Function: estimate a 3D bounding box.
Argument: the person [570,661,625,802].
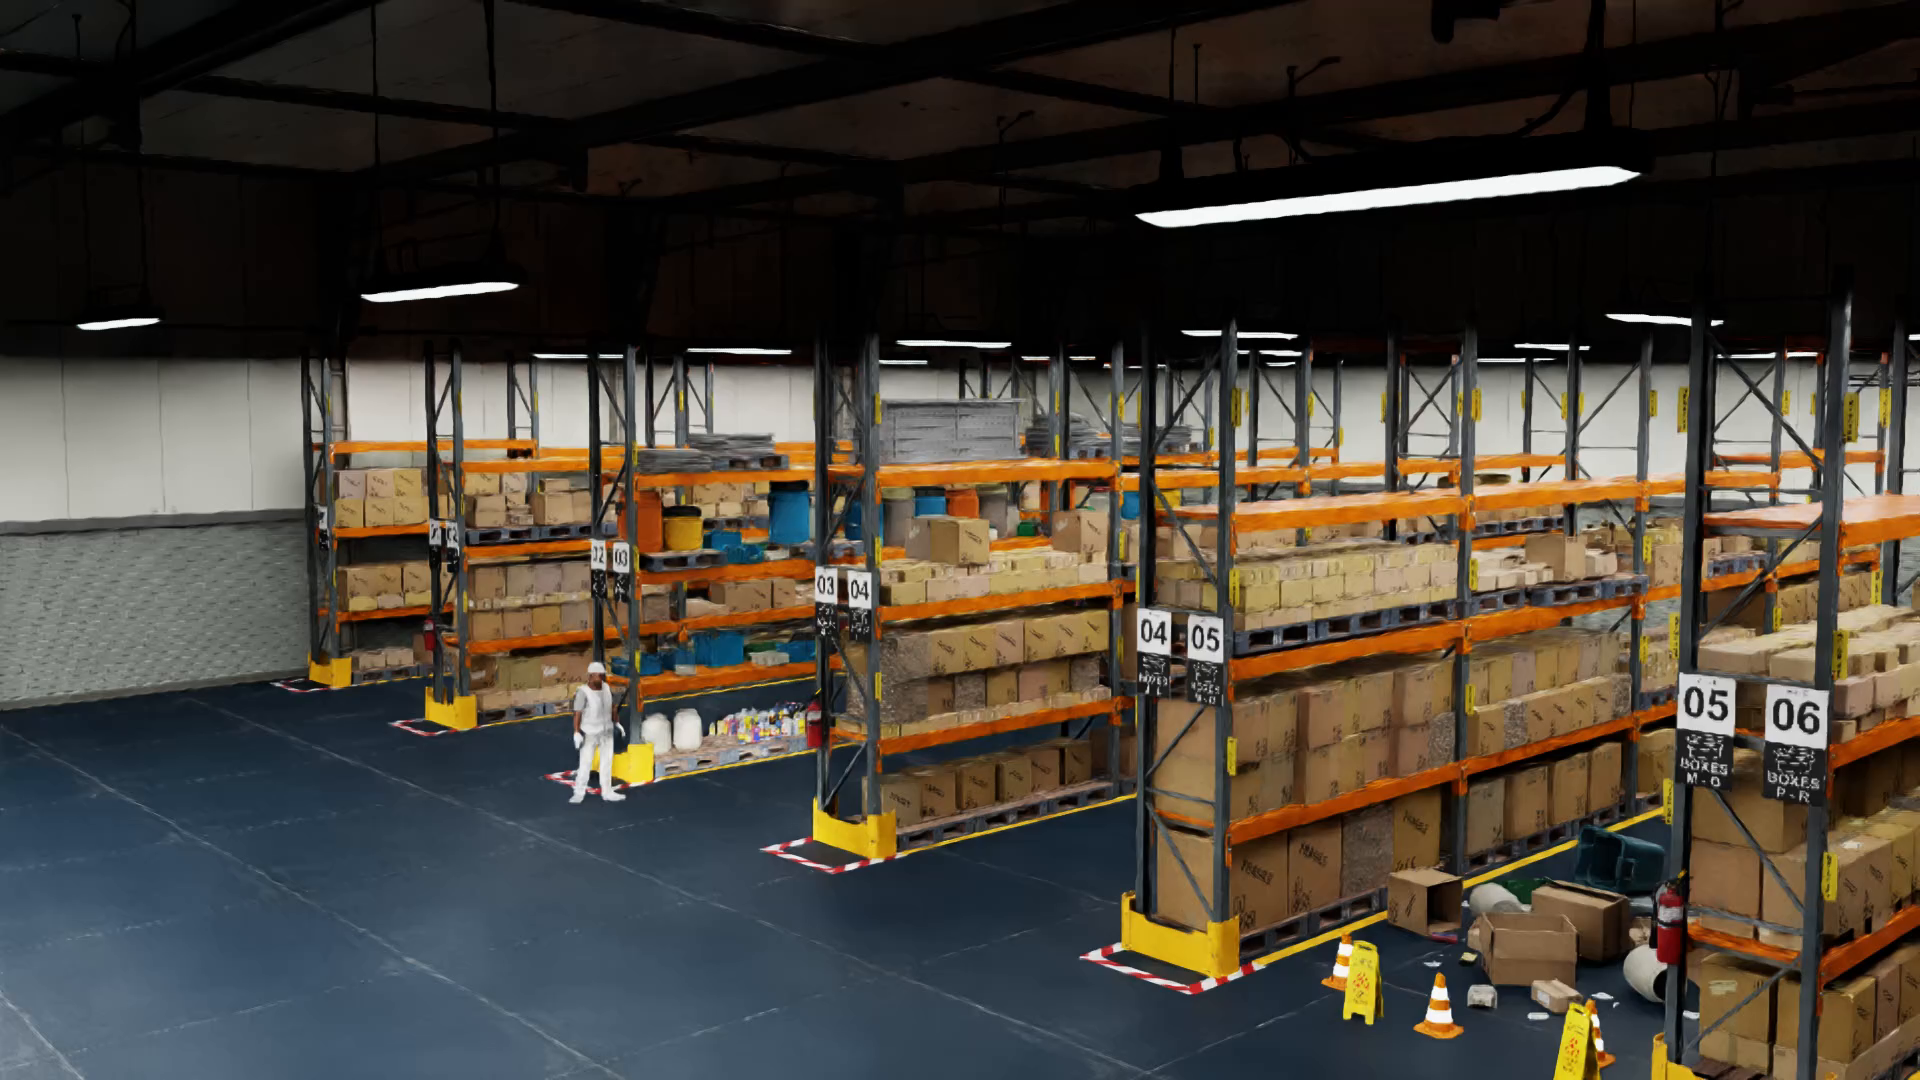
[{"bbox_3d":[-4.594,2.418,21.063,0.510,1.780,0.730,4,7,41],"label":"person"}]
